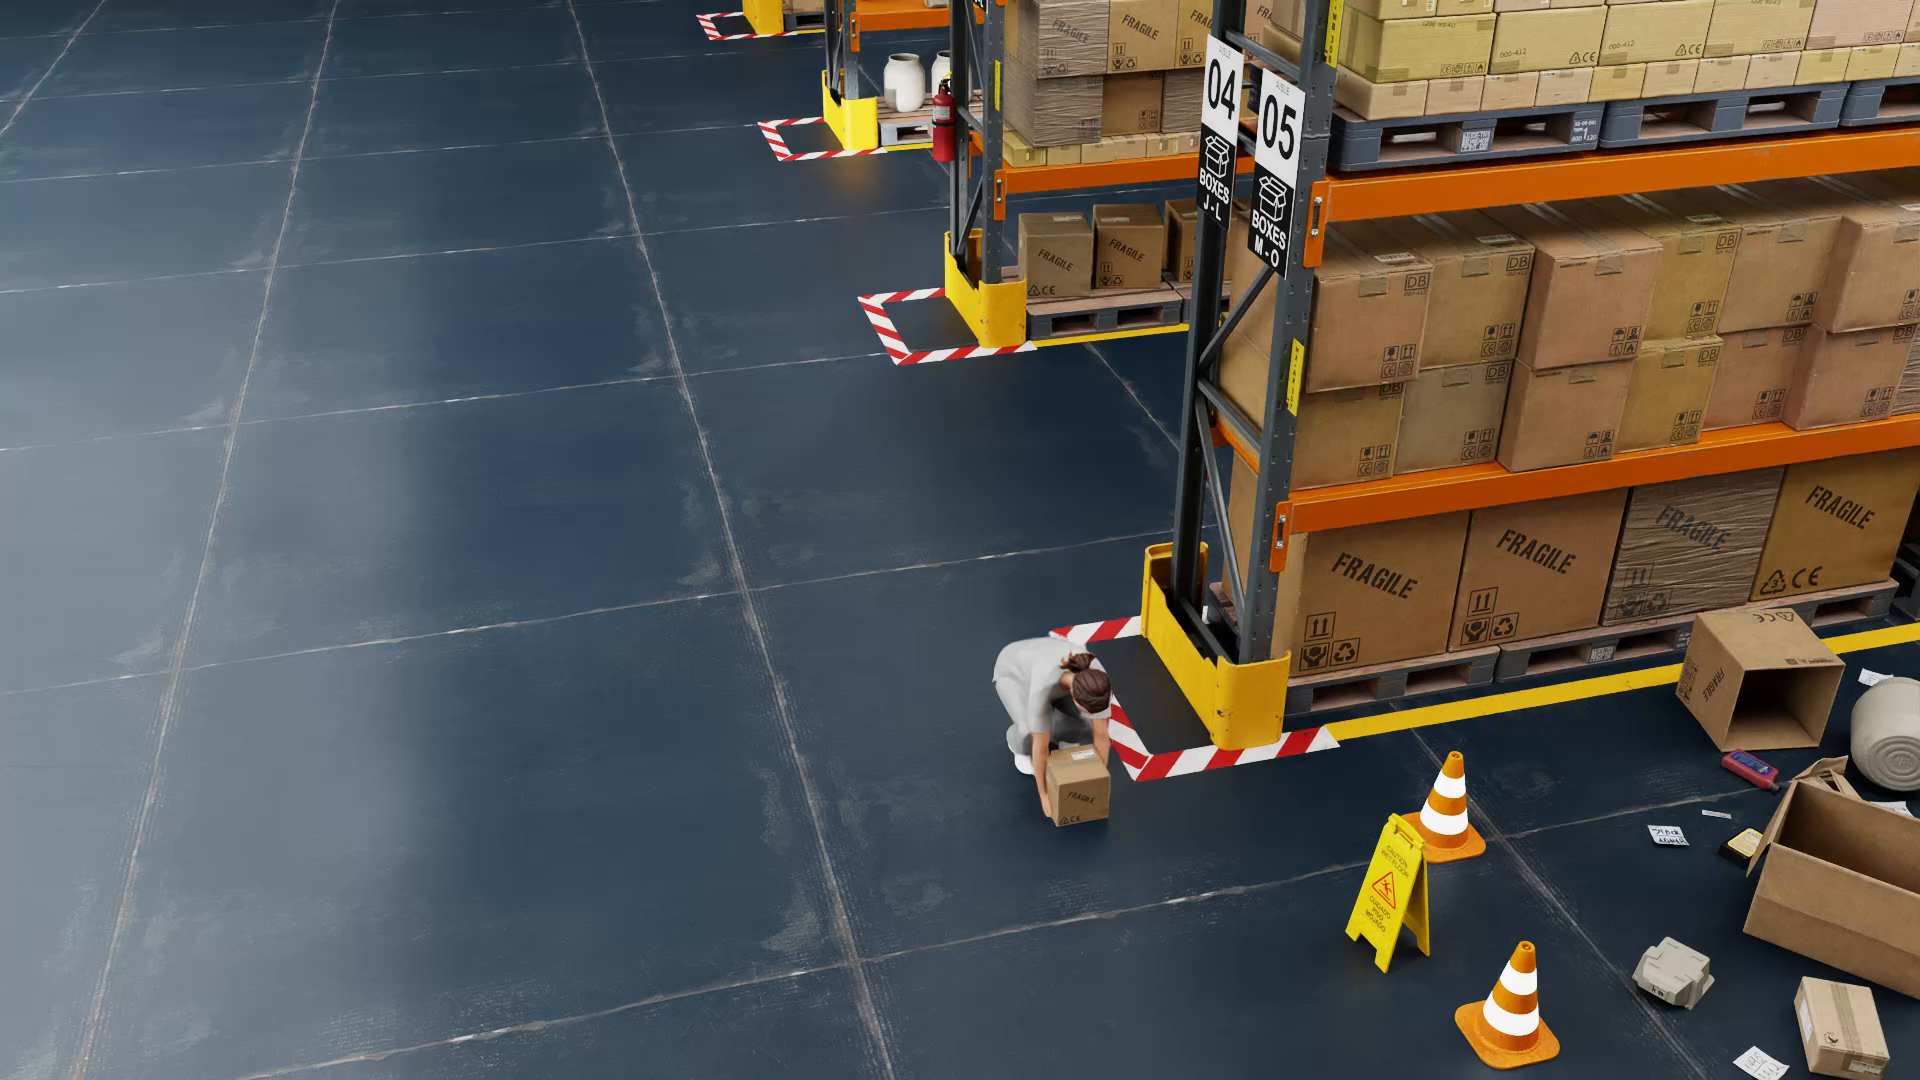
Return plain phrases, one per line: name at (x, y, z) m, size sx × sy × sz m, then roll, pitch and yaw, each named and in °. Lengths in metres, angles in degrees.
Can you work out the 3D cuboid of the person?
person at (0.453, 0.787, 7.845) m, size 0.471 × 0.812 × 0.820 m, roll -10°, pitch 32°, yaw -17°
